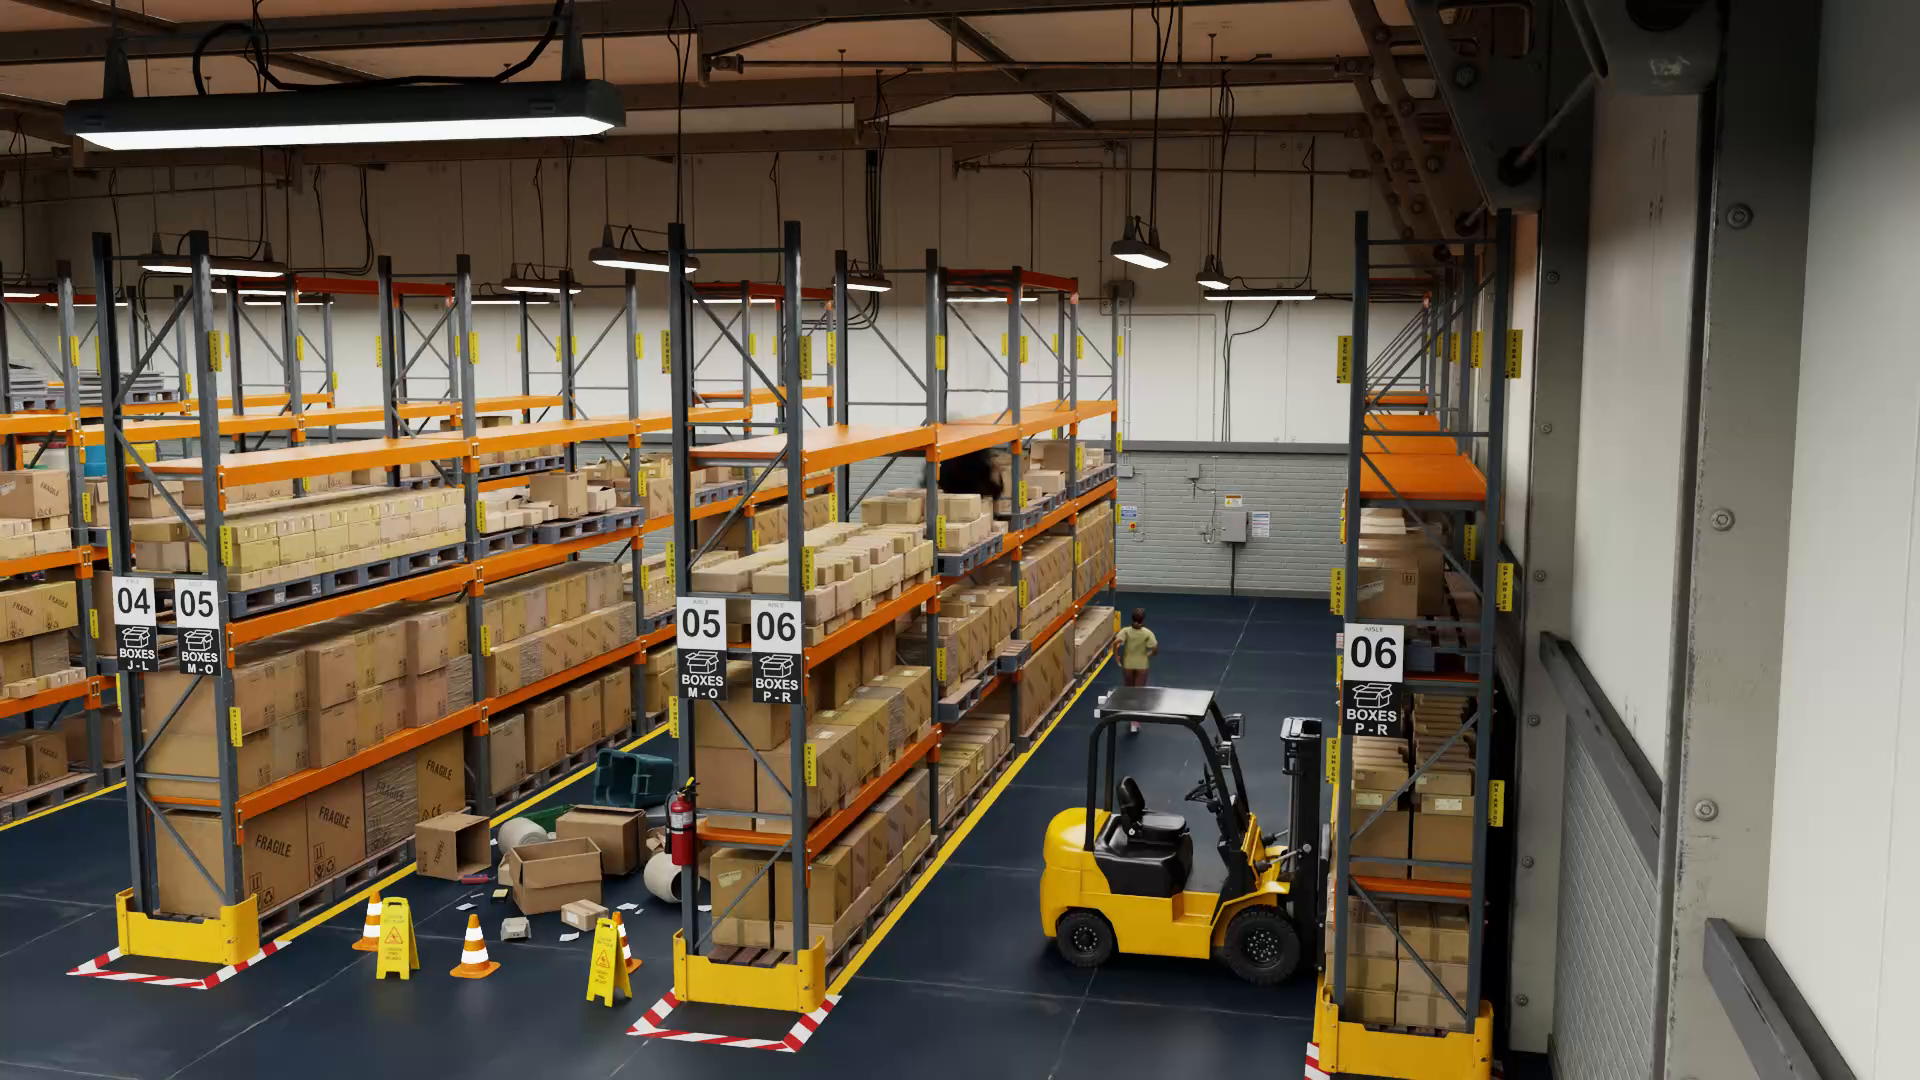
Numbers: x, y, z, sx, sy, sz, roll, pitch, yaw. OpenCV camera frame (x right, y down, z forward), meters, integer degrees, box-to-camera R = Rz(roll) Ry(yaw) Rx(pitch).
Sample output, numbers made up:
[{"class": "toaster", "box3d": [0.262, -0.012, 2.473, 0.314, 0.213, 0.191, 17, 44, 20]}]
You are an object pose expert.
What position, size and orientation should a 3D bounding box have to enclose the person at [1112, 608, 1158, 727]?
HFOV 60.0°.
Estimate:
[{"class": "person", "box3d": [2.313, 1.657, 21.885, 0.587, 1.569, 0.594, 2, 7, 14]}]
